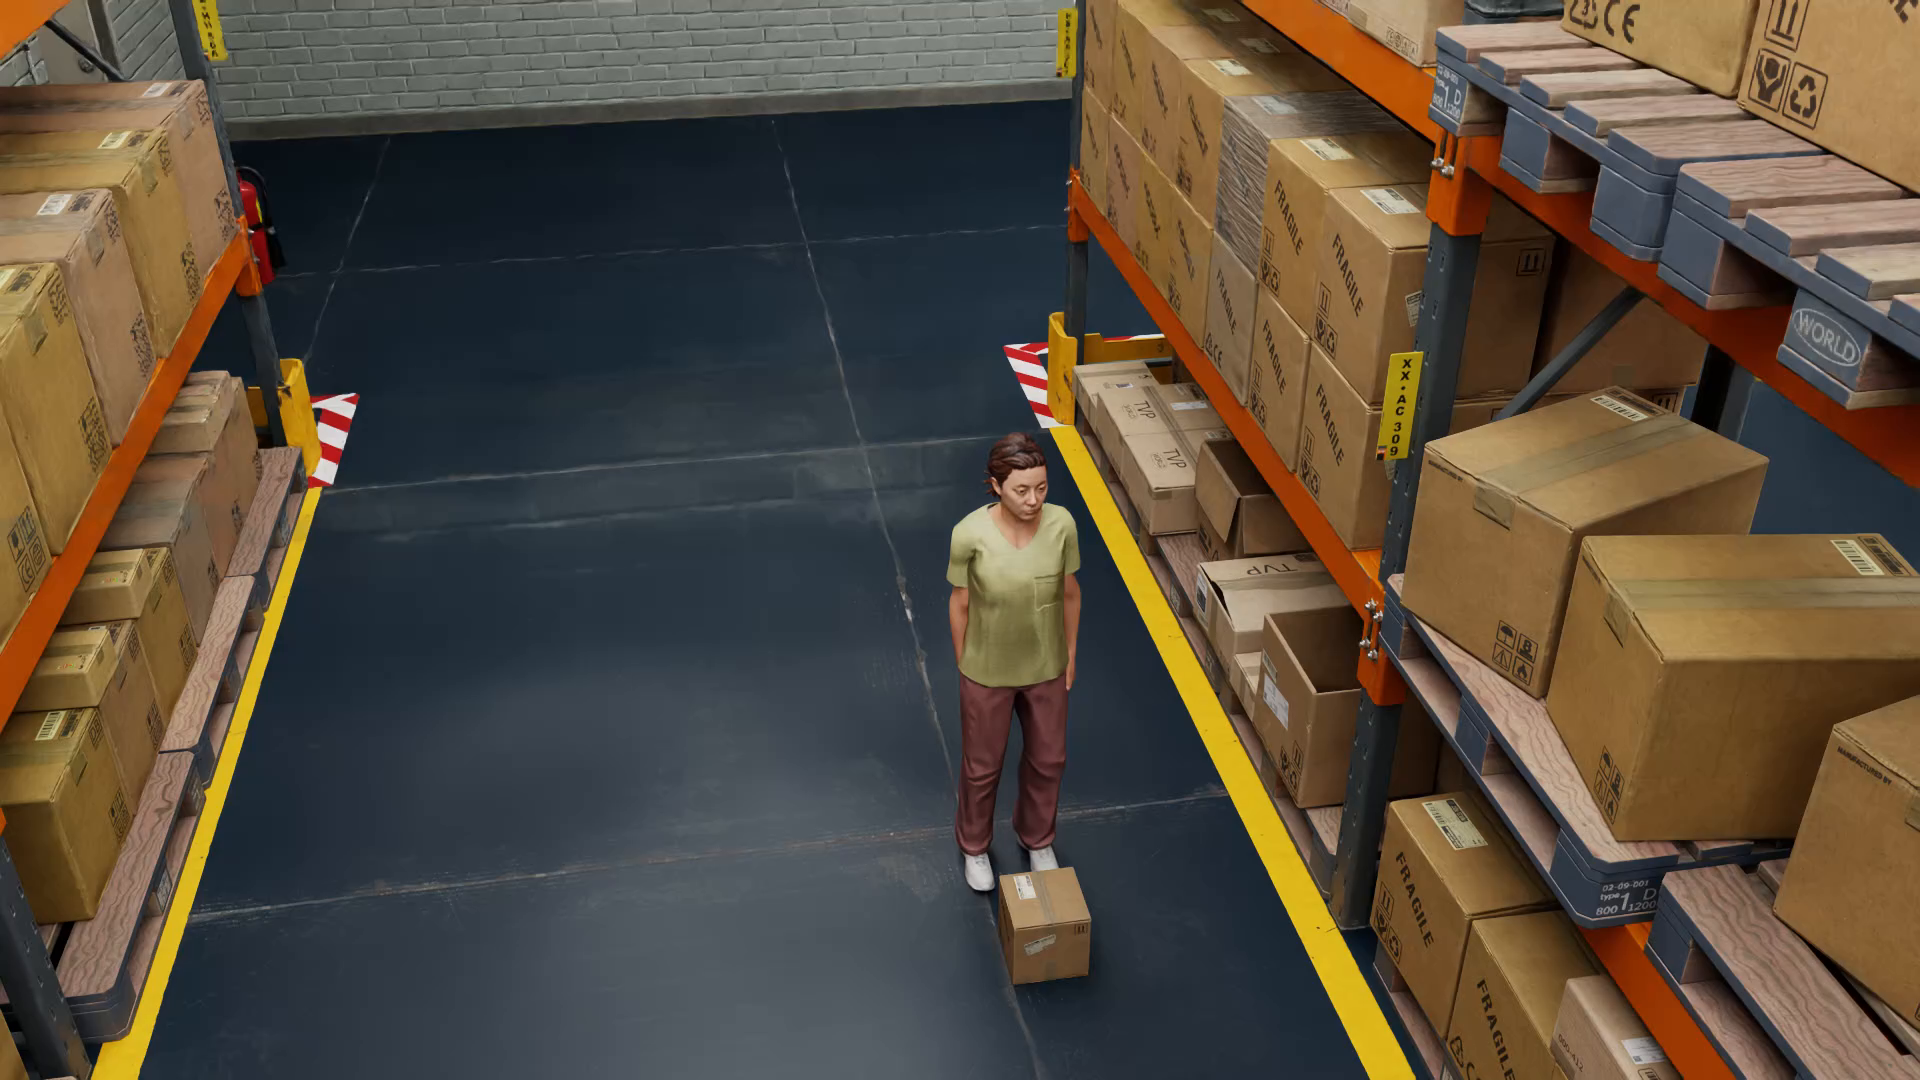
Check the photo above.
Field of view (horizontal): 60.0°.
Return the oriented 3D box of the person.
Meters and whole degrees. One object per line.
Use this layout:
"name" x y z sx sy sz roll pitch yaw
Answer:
"person" 0.182 0.409 5.455 0.442 1.670 0.364 -6 31 -10
